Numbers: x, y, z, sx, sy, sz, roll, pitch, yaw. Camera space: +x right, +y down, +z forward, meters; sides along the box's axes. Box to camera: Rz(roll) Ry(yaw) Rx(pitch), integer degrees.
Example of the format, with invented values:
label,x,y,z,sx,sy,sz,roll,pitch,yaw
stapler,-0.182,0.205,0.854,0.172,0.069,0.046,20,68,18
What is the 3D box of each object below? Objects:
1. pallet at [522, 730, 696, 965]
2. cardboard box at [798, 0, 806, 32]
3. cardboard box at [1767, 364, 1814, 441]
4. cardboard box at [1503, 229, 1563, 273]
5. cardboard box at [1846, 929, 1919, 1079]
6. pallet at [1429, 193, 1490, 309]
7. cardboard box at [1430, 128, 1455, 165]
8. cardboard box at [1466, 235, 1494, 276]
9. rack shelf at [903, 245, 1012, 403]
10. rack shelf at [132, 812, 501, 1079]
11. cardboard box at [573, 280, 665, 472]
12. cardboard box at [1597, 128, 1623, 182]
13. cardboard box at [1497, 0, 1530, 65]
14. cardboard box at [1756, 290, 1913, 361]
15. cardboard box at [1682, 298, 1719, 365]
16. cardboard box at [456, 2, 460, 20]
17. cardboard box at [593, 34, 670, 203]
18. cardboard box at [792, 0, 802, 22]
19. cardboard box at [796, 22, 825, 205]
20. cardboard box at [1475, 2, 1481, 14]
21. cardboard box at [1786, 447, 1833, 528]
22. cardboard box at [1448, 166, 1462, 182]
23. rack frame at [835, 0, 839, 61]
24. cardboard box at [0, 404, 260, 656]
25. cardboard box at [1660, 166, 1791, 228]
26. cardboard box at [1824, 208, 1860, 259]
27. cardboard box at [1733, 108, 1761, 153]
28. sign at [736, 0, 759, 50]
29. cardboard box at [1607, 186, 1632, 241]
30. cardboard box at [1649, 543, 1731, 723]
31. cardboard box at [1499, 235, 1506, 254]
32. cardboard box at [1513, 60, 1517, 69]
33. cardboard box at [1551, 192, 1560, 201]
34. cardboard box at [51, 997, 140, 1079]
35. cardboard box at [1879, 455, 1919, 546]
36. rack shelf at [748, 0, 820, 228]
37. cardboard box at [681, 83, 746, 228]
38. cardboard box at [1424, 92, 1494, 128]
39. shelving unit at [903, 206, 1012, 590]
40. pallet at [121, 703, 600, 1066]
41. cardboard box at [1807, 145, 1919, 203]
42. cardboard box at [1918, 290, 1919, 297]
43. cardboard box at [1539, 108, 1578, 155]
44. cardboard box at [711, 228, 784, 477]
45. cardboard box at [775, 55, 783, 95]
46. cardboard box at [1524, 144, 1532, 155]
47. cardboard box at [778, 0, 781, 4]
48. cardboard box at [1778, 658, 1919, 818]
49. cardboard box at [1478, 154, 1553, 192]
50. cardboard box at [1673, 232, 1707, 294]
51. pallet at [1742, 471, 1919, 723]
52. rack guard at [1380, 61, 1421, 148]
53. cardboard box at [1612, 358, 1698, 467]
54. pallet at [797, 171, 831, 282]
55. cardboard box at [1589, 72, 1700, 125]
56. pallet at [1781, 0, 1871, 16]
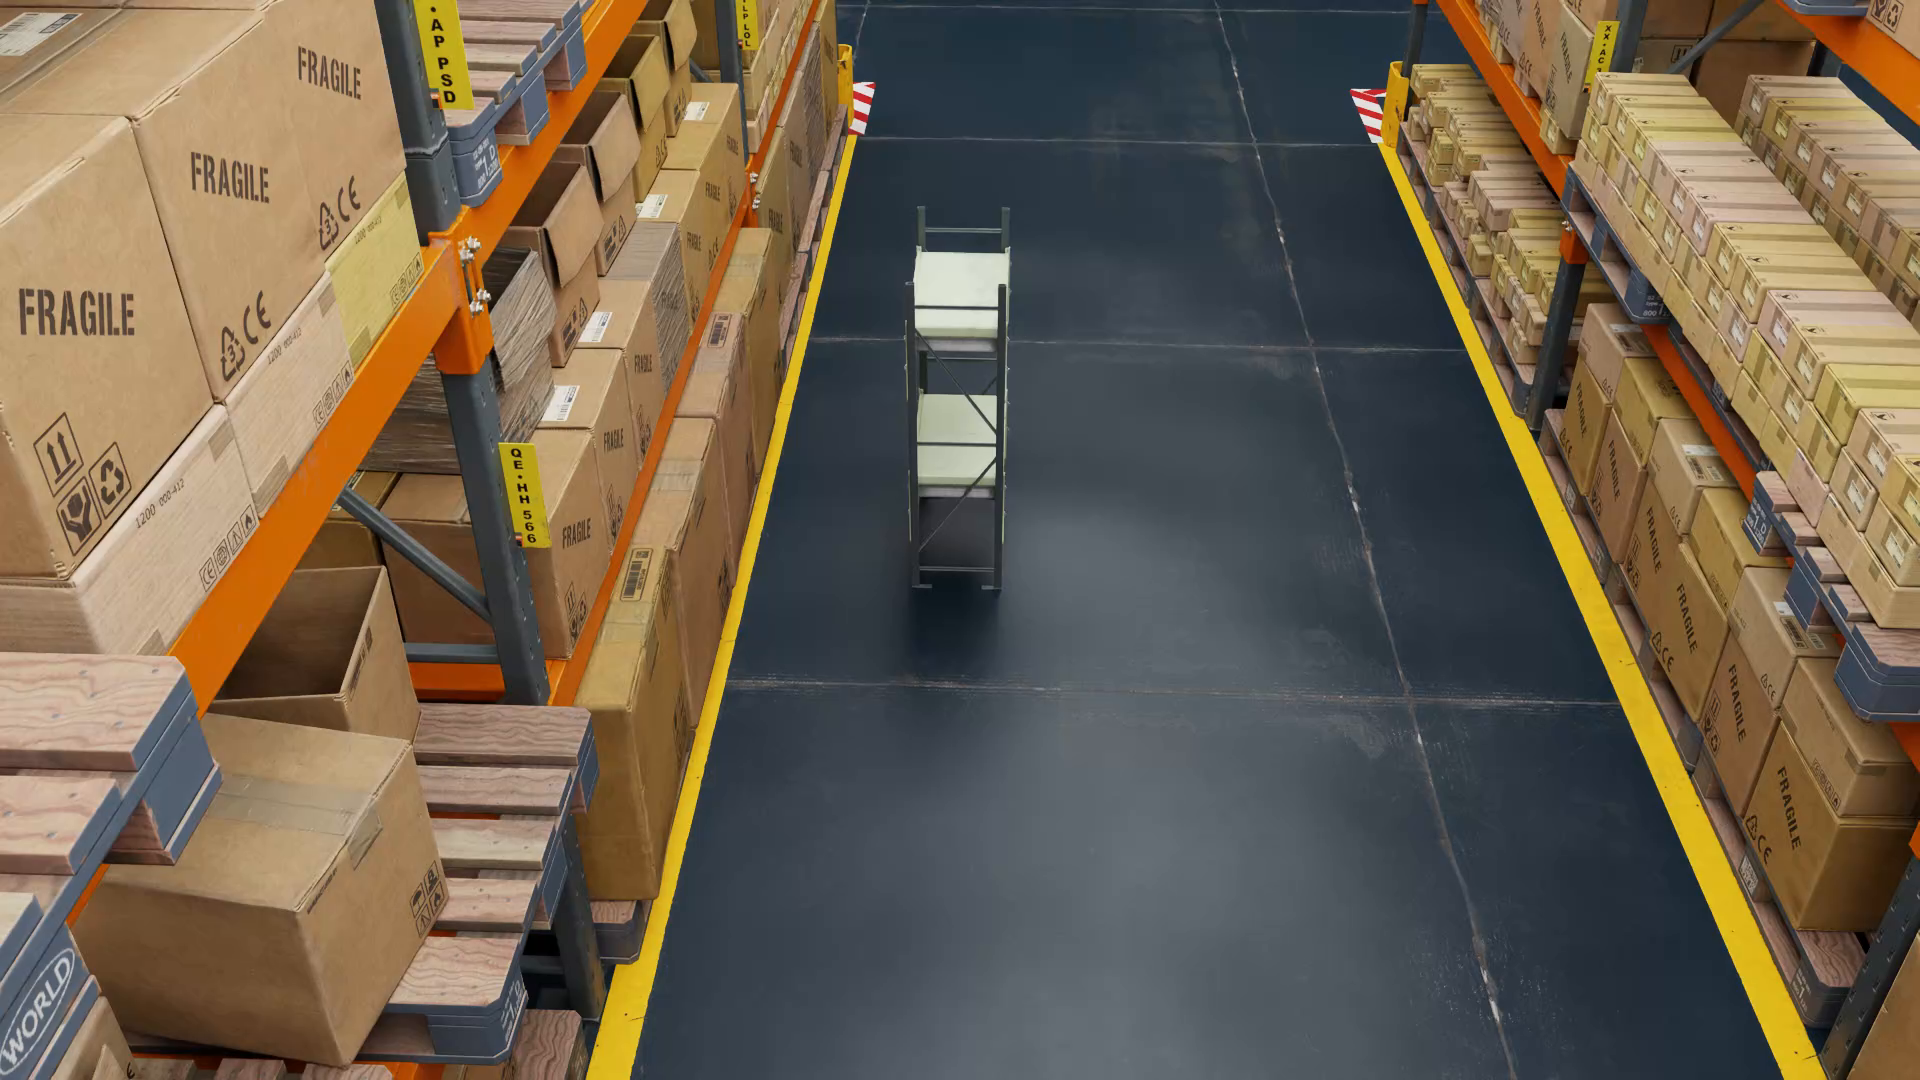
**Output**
label,x,y,z,sx,sy,sz,roll,pitch,yaw
pallet,-1.579,1.009,6.130,1.003,0.211,1.213,1,35,2
cardboard box,-1.112,-3.083,9.747,0.380,0.149,0.250,2,35,3
cardboard box,2.858,-0.441,5.363,0.380,0.149,0.250,1,35,2
cardboard box,3.154,-1.556,8.952,0.380,0.149,0.250,1,35,1
cardboard box,3.151,1.589,4.472,1.050,0.750,0.750,1,35,1
pallet,3.464,-1.754,10.063,1.003,0.211,1.213,1,35,2
cardboard box,3.202,-2.492,10.543,0.380,0.149,0.250,2,35,3
cardboard box,3.143,-1.639,9.588,0.380,0.149,0.250,1,35,2
rack shelf,0.000,-0.929,7.089,0.431,0.370,0.720,1,35,2
rack shelf,-1.767,1.763,3.258,1.077,0.370,4.000,1,35,2
cardboard box,-1.359,-0.585,5.887,0.500,0.500,0.500,1,35,1
cardboard box,2.943,-1.632,7.058,0.380,0.149,0.250,1,35,1
cardboard box,3.207,-2.837,8.832,0.500,0.500,0.500,1,35,2
cardboard box,2.873,-0.699,5.472,0.380,0.149,0.250,1,35,2
cardboard box,2.891,-0.764,6.082,0.380,0.149,0.250,0,35,0
cardboard box,-1.734,-1.474,4.174,0.797,0.503,0.637,3,35,5
cardboard box,-1.582,-1.669,6.556,0.797,0.503,0.637,2,35,2
cardboard box,-1.177,-3.169,9.522,0.500,0.250,0.500,1,35,2
cardboard box,-1.347,-2.687,10.447,0.875,0.875,0.875,1,35,2
cardboard box,3.305,-3.215,9.934,0.380,0.149,0.250,1,35,1
cardboard box,2.848,-0.161,5.224,0.380,0.149,0.250,2,35,3
cardboard box,3.280,-2.228,10.425,0.380,0.149,0.250,1,35,2
rack frame,-1.365,-4.277,11.226,1.000,3.000,0.127,1,35,2
cardboard box,-1.490,0.006,2.654,0.500,0.250,0.500,2,35,3
cardboard box,2.911,-1.305,6.333,0.380,0.149,0.250,1,35,1
cardboard box,3.567,-1.163,6.390,0.380,0.149,0.250,0,35,-1
cardboard box,3.608,-1.763,7.245,0.380,0.149,0.250,2,35,3
sign,-0.983,-2.413,7.636,0.100,0.325,0.005,1,35,2
cardboard box,2.932,-1.356,6.924,0.380,0.149,0.250,2,35,2
cardboard box,3.061,0.357,6.442,0.500,0.500,0.500,0,35,0
cardboard box,3.221,-1.573,9.235,0.380,0.149,0.250,2,35,2
cardboard box,3.255,-2.625,9.094,0.380,0.149,0.250,1,35,1
cardboard box,3.793,-2.055,10.180,0.380,0.149,0.250,2,35,3
cardboard box,-1.983,1.167,3.246,0.500,0.250,0.500,0,35,1
cardboard box,2.827,-0.112,4.637,0.380,0.149,0.250,0,35,0
rack shelf,-1.445,-2.833,9.798,1.077,0.370,4.000,1,35,2
cardboard box,-1.271,-1.744,7.536,0.500,0.500,0.500,1,35,2
cardboard box,3.198,-2.757,10.660,0.380,0.149,0.250,1,35,2
shelving unit,0.000,-0.610,7.313,0.431,1.500,0.755,1,35,2
pallet,-1.608,0.810,4.155,1.213,0.211,1.003,1,35,2
cardboard box,3.573,-1.429,6.511,0.380,0.149,0.250,1,35,2
cardboard box,3.529,-0.836,5.667,0.380,0.149,0.250,2,35,3
cardboard box,3.105,-2.023,8.238,0.380,0.149,0.250,0,35,1
cardboard box,-1.531,-0.913,7.923,1.225,0.875,0.875,1,35,2
cardboard box,-1.152,-2.491,8.905,0.380,0.149,0.250,0,35,1
cardboard box,3.718,-2.471,10.512,0.380,0.149,0.250,1,35,1
cardboard box,-1.207,-3.197,8.909,0.500,0.500,0.500,0,35,0
cardboard box,3.031,0.637,5.391,0.500,0.250,0.500,1,35,1
cardboard box,3.279,-2.156,9.806,0.380,0.149,0.250,1,35,2
cardboard box,2.903,-1.027,6.197,0.380,0.149,0.250,1,35,1
pallet,3.188,0.159,5.082,1.213,0.211,1.003,1,35,2
rack guard,3.584,-3.038,11.637,1.175,0.500,0.348,1,35,2
cardboard box,3.114,-0.537,7.062,0.500,0.250,0.500,2,35,3
pallet,-1.371,-1.975,10.377,1.003,0.211,1.213,1,35,2
cardboard box,2.951,-1.902,7.184,0.380,0.149,0.250,3,35,4
pallet,3.257,-2.008,5.553,1.213,0.211,1.003,1,35,2
